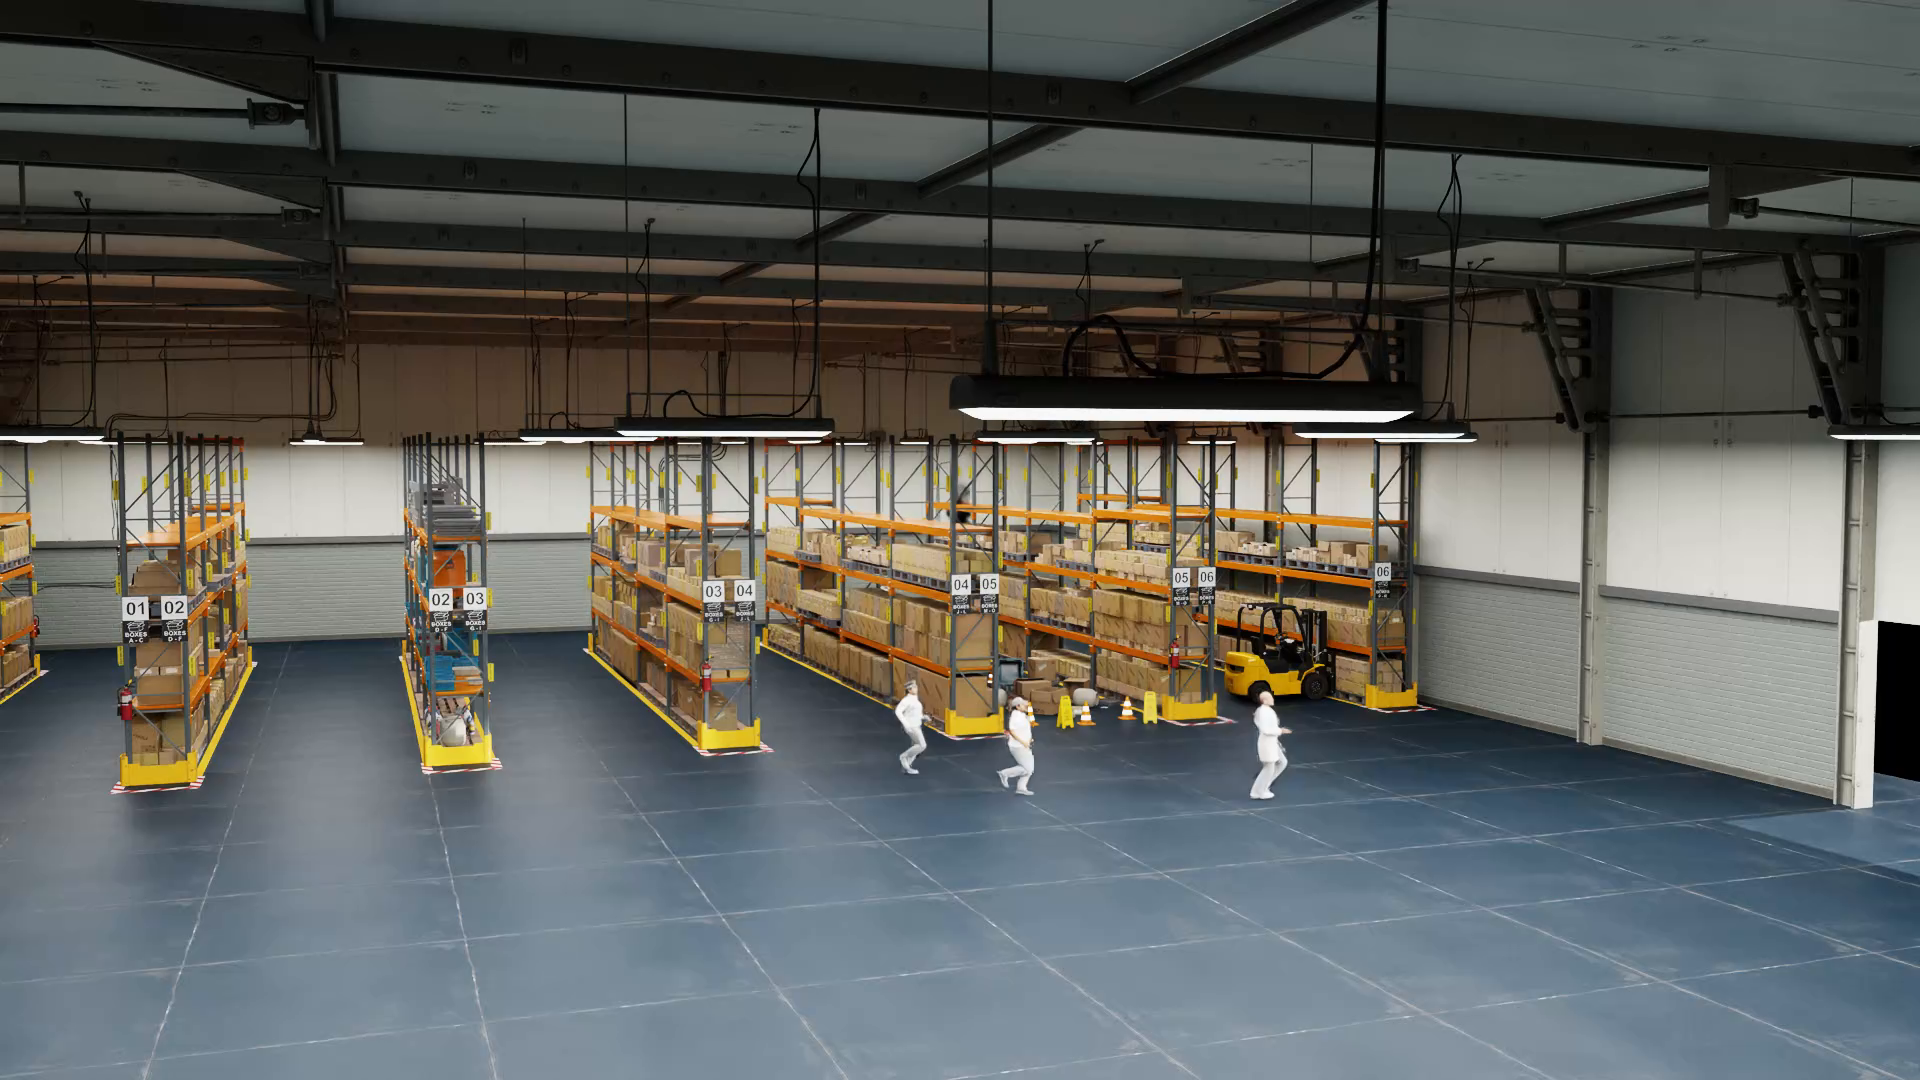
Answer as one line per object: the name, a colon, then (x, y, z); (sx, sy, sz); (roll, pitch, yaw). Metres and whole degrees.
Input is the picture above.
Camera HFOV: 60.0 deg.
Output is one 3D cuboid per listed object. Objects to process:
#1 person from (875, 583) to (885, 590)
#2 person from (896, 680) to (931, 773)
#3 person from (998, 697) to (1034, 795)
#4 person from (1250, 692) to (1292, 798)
person: (-2.478, 2.026, 50.889); (0.976, 1.753, 0.685); (-1, 3, -21)
person: (-0.787, 3.275, 29.180); (0.545, 1.653, 0.615); (1, 3, 18)
person: (0.931, 3.398, 27.430); (0.584, 1.628, 0.609); (0, 3, 5)
person: (5.073, 3.344, 27.053); (0.673, 1.762, 0.694); (1, 3, 17)
